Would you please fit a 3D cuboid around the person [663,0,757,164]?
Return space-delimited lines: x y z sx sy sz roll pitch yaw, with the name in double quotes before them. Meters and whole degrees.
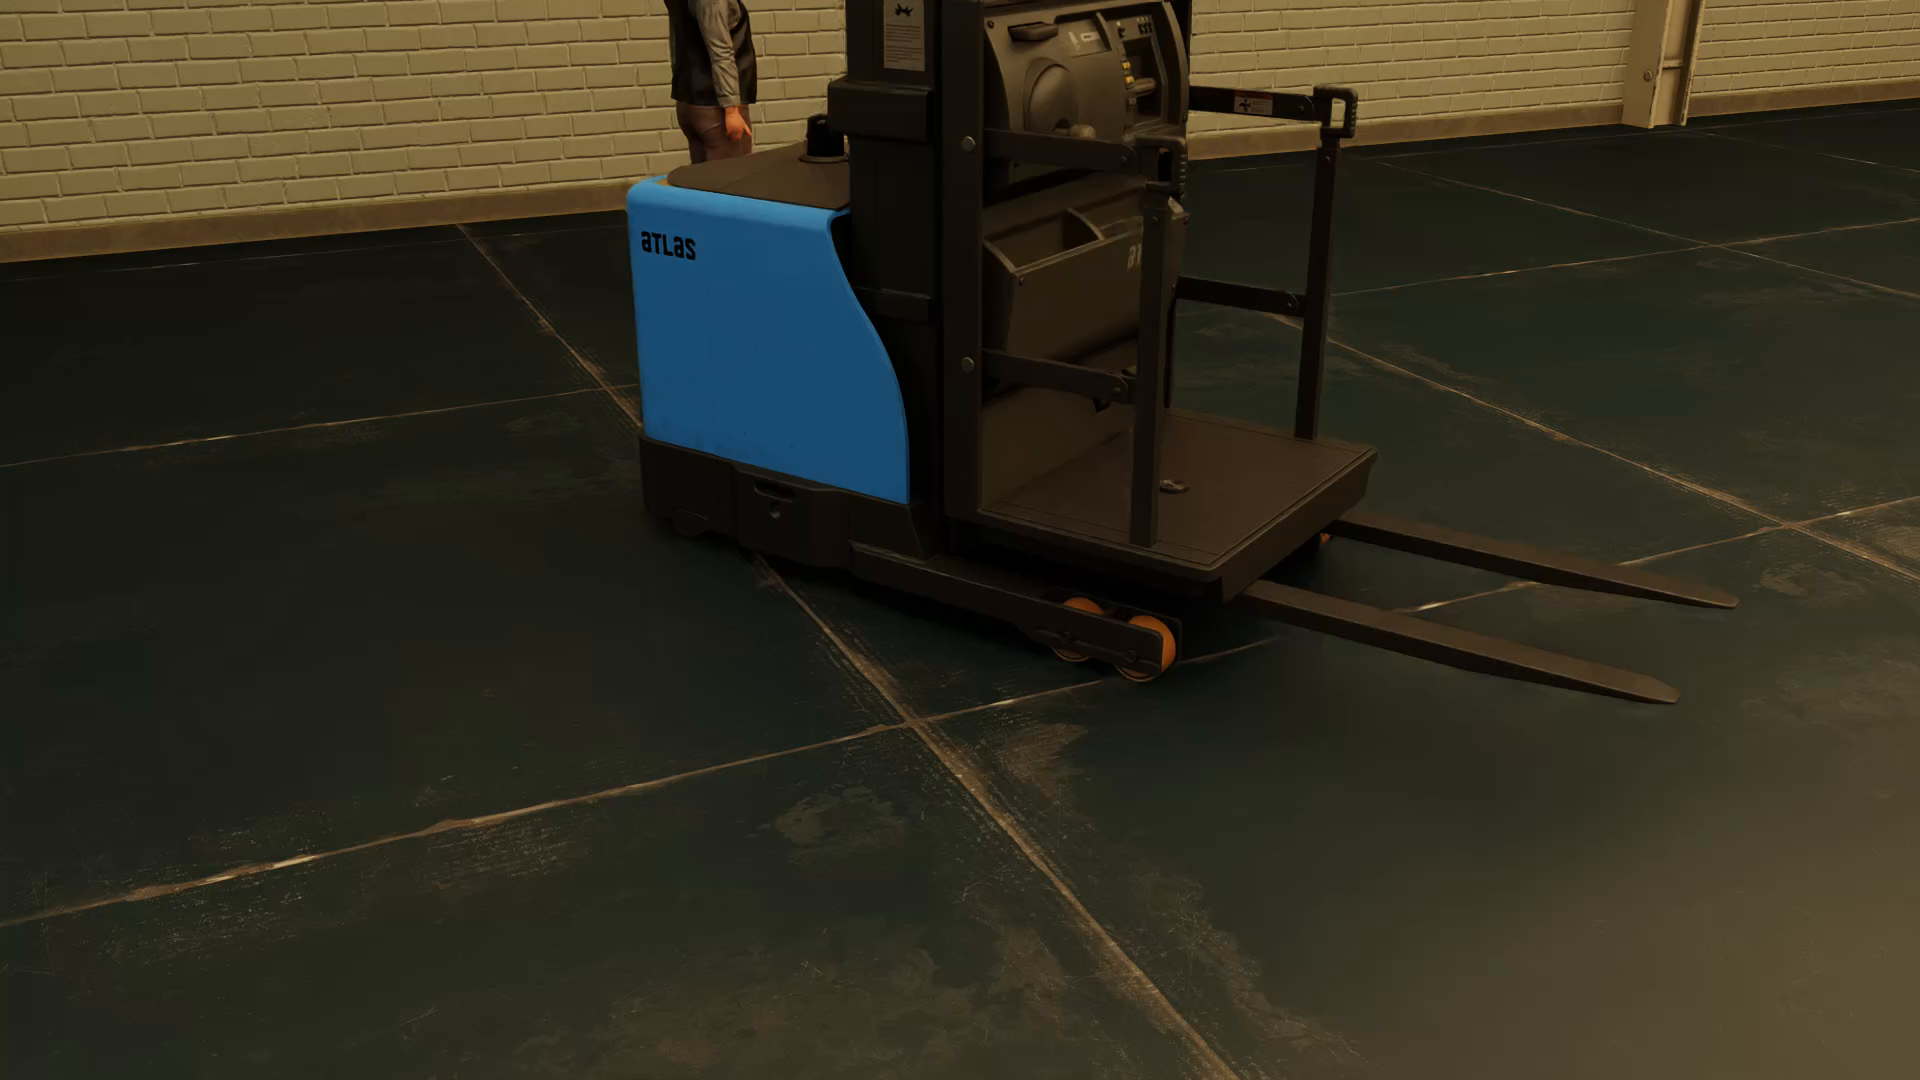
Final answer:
"person" -1.101 -1.949 7.556 0.367 1.725 0.541 -12 26 -27

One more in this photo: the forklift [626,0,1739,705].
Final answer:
"forklift" 0.518 -1.224 4.232 3.031 2.935 1.130 15 27 32
